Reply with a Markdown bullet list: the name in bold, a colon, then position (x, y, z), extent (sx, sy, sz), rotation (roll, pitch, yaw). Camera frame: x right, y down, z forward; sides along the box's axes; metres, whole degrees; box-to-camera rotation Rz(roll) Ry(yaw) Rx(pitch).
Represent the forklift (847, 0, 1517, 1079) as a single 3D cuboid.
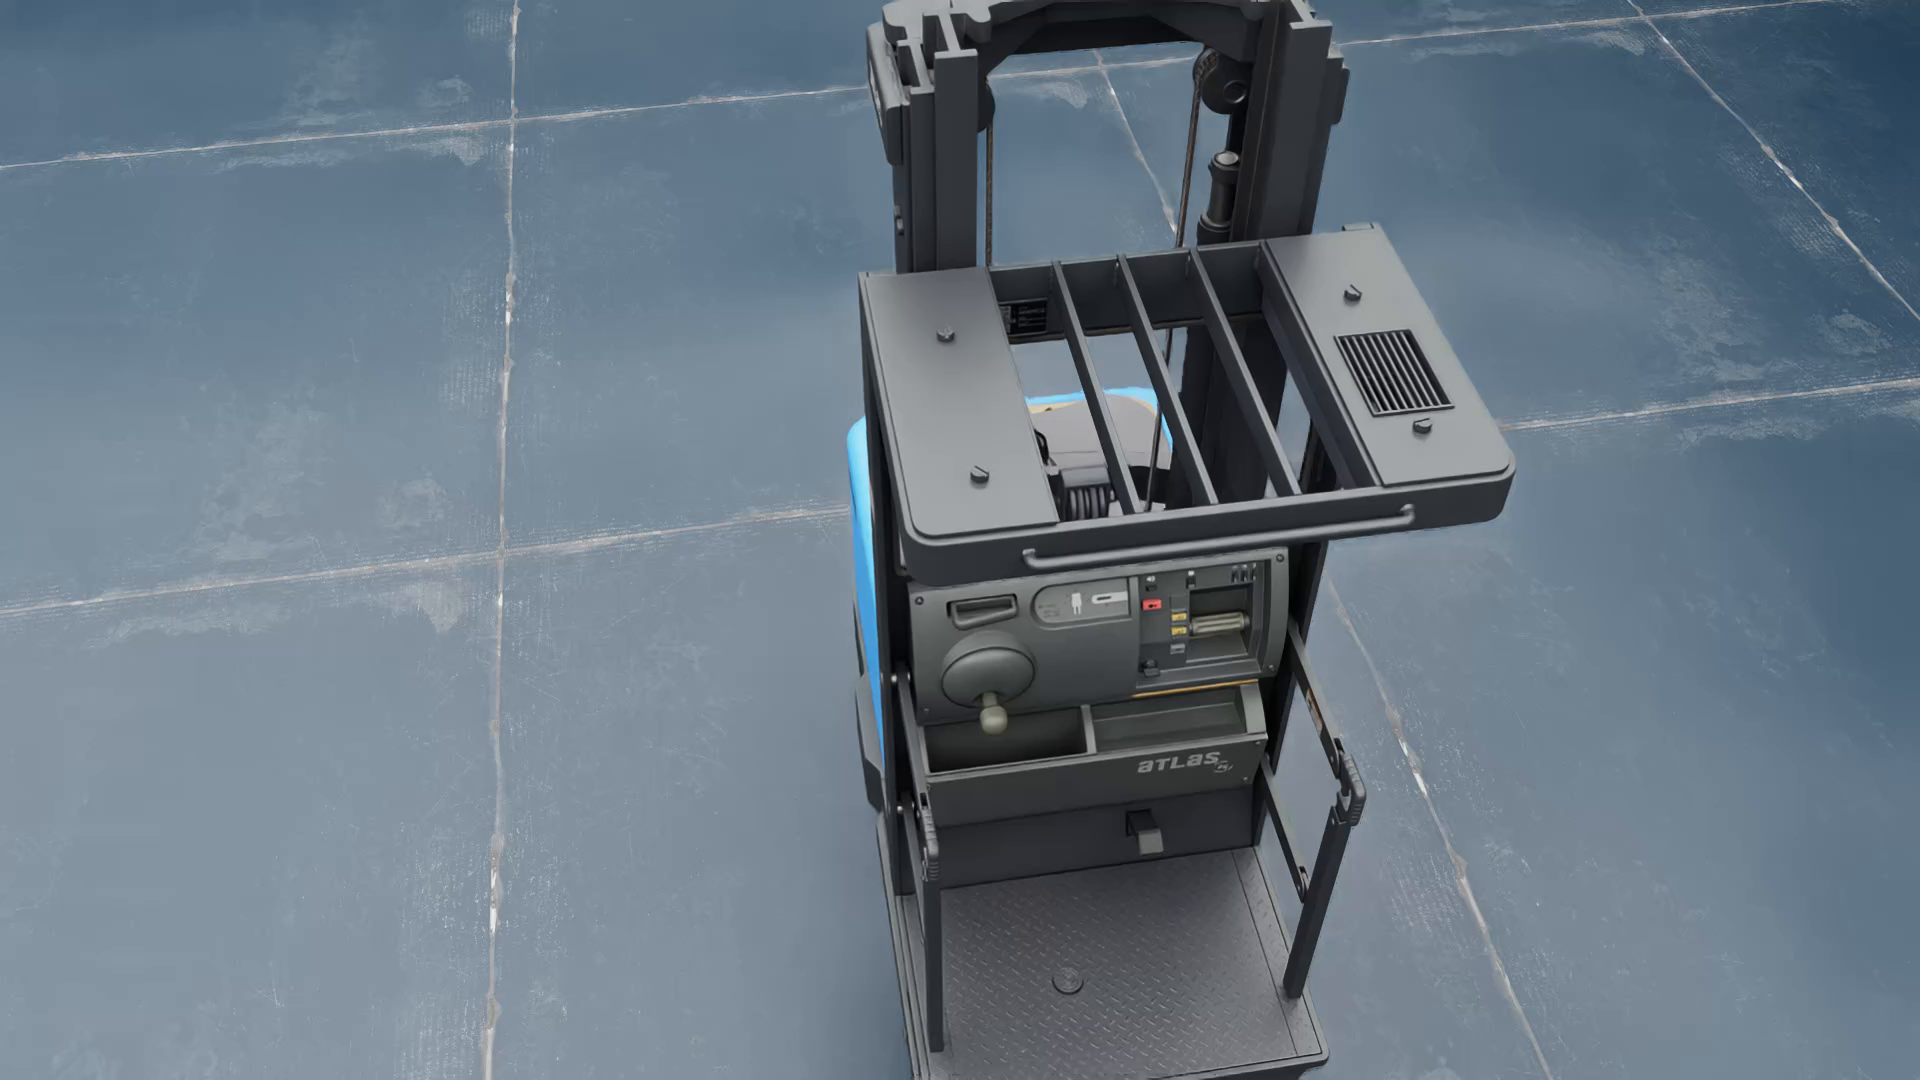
- **forklift**: position (0.379, 0.334, 3.893), extent (1.130, 2.935, 3.031), rotation (-7, 46, -6)
